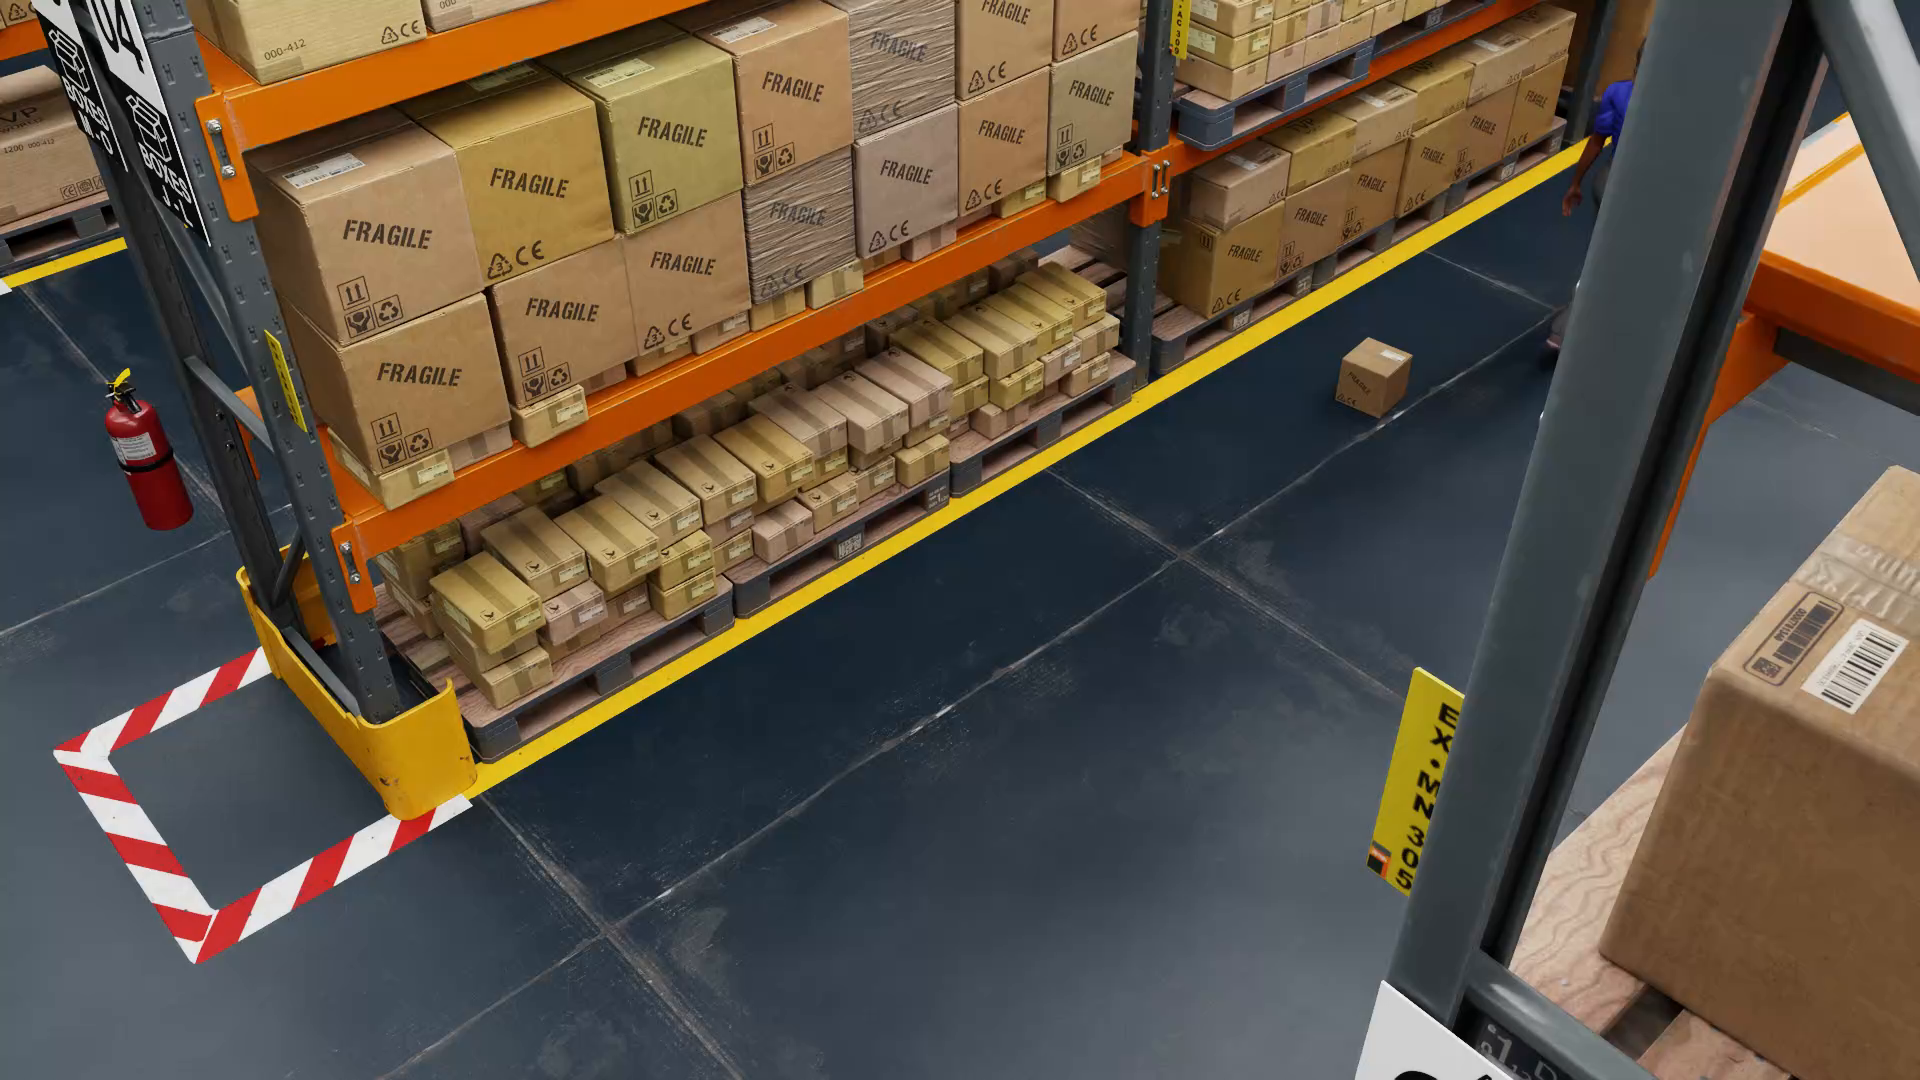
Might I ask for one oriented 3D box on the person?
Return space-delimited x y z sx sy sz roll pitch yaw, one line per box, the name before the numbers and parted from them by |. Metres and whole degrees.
person | 3.332 -1.749 8.244 1.010 1.600 0.476 -25 46 -27
